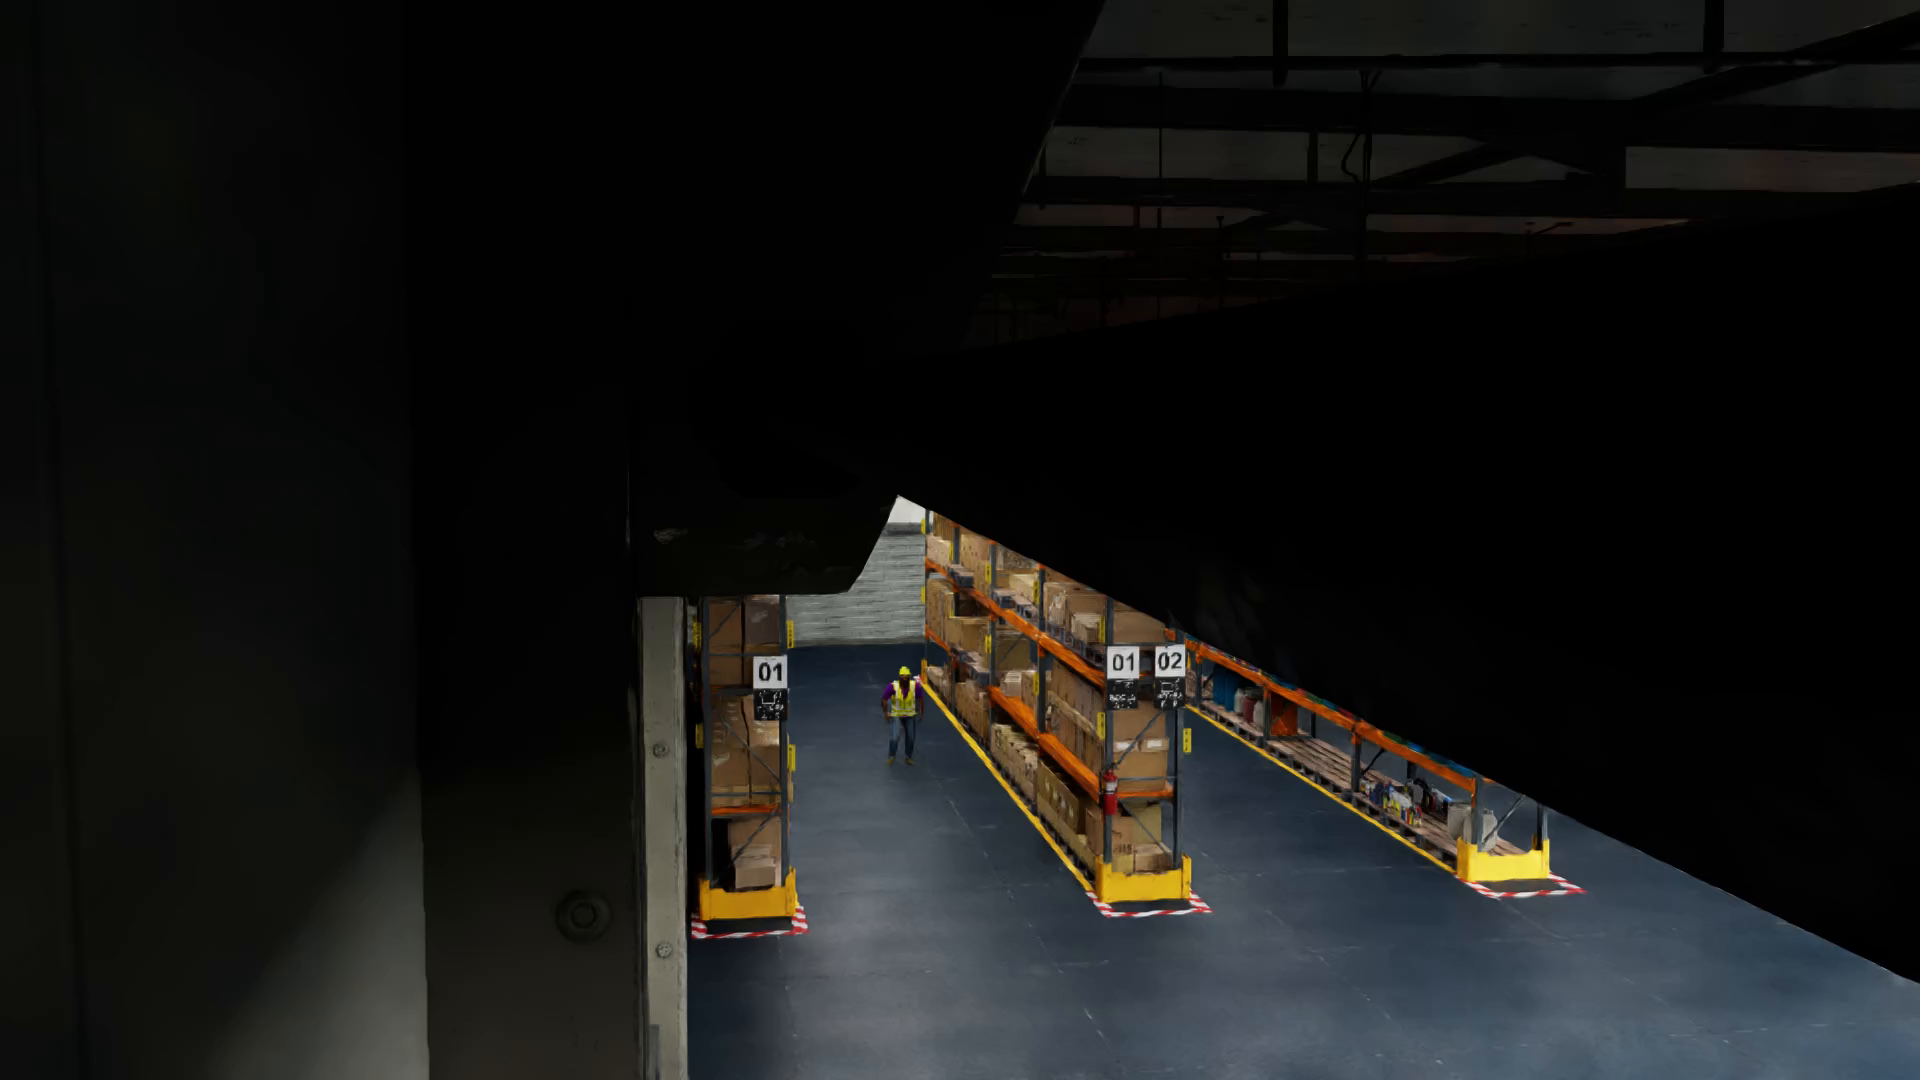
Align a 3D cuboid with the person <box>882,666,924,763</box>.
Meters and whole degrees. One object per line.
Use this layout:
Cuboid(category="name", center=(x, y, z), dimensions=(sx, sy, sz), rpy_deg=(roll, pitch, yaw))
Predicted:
Cuboid(category="person", center=(-0.972, 2.988, 28.375), dimensions=(0.719, 1.714, 0.578), rpy_deg=(-1, 5, -11))
